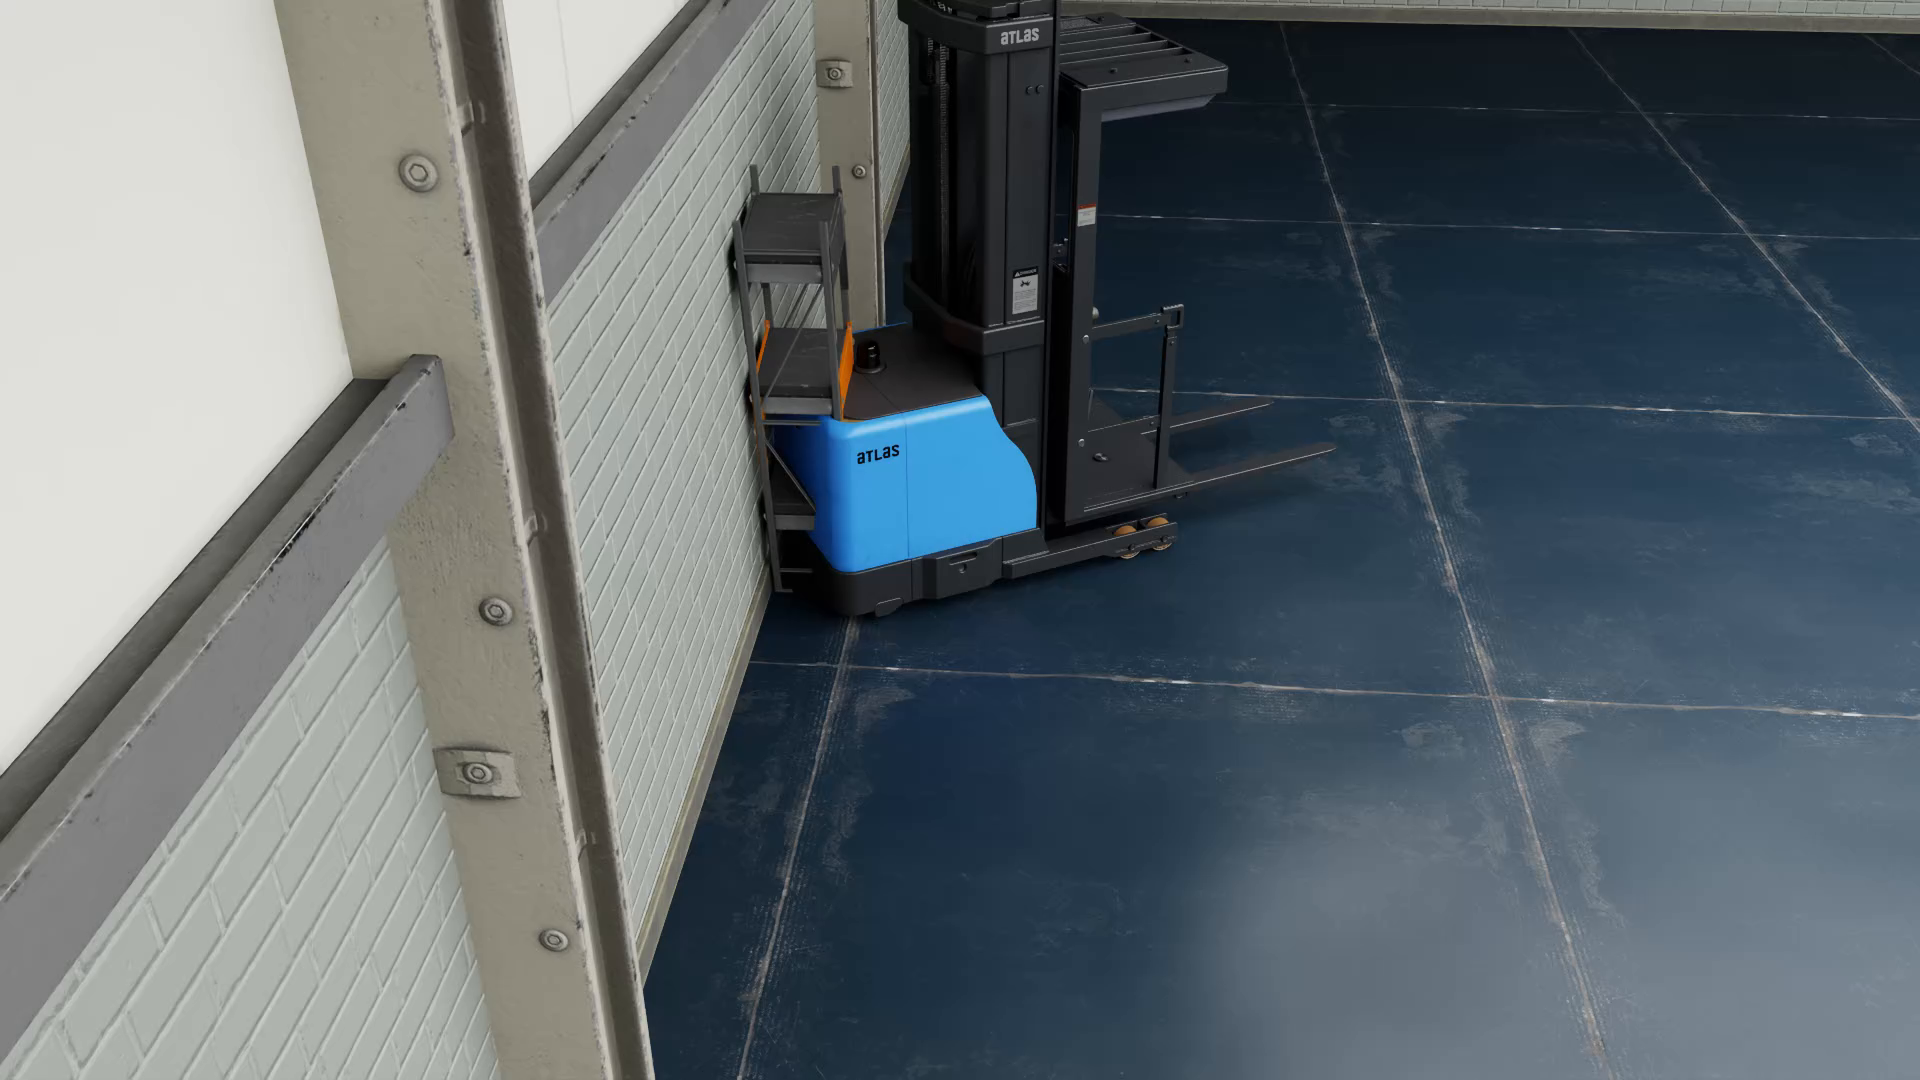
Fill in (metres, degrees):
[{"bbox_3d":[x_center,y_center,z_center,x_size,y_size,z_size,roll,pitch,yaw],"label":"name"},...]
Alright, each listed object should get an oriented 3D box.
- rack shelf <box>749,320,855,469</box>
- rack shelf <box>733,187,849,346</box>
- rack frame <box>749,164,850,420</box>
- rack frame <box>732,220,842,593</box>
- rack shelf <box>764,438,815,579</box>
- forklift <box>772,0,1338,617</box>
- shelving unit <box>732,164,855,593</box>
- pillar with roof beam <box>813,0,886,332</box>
[{"bbox_3d":[-0.726,-0.682,7.827,0.431,0.518,0.480,1,41,3],"label":"rack shelf"},{"bbox_3d":[-0.736,-1.212,7.370,0.431,0.518,0.480,1,41,3],"label":"rack shelf"},{"bbox_3d":[-0.713,-0.852,8.003,0.400,2.100,0.015,1,41,3],"label":"rack frame"},{"bbox_3d":[-0.740,-0.533,7.634,0.400,2.100,0.015,1,41,3],"label":"rack frame"},{"bbox_3d":[-0.716,-0.152,8.284,0.431,0.518,0.480,1,41,3],"label":"rack shelf"},{"bbox_3d":[0.570,-1.388,8.209,3.031,2.935,1.130,-14,34,-21],"label":"forklift"},{"bbox_3d":[-0.727,-0.693,7.818,0.431,2.100,0.503,1,41,3],"label":"shelving unit"},{"bbox_3d":[3.658,-4.638,7.699,9.100,9.000,0.400,2,32,4],"label":"pillar with roof beam"}]
